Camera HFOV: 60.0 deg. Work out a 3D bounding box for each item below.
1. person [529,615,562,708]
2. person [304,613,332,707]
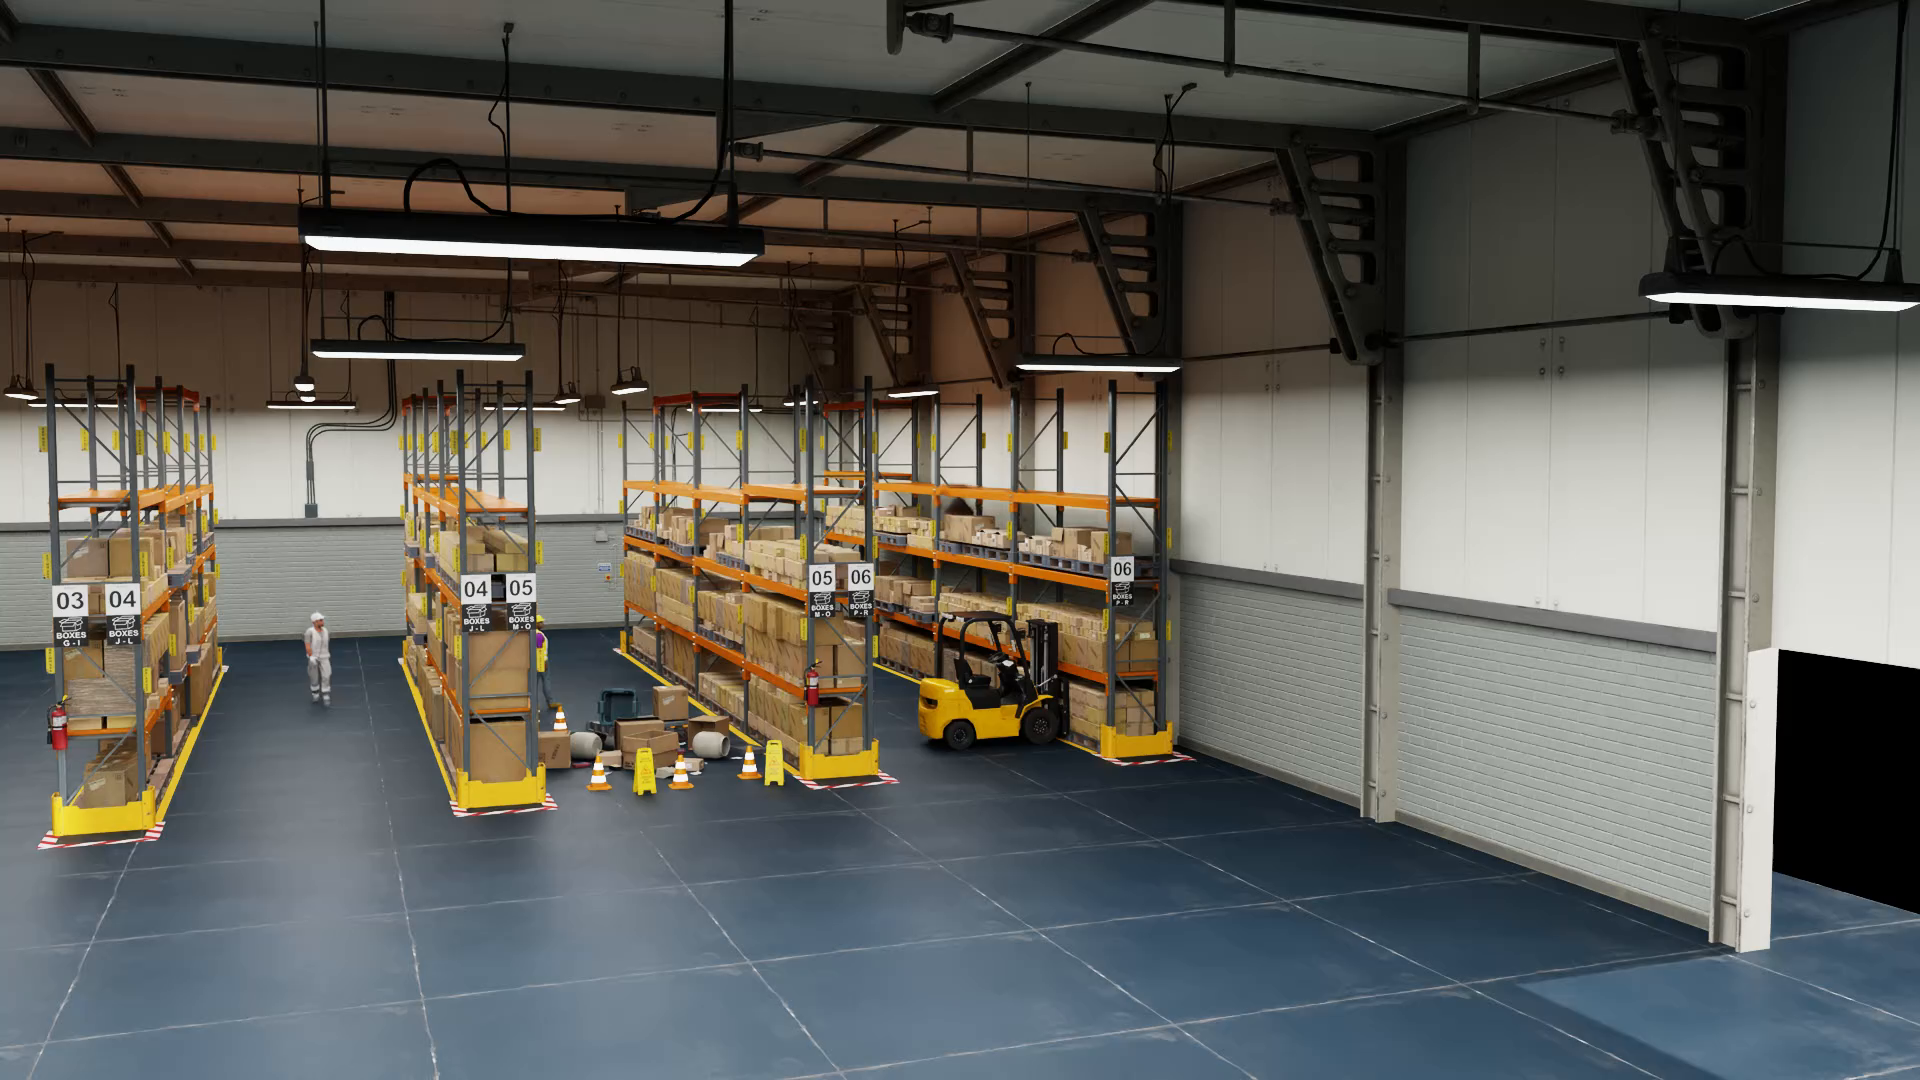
[{"bbox_3d":[-7.925,2.289,31.482,0.615,1.763,0.550,3,4,38],"label":"person"},{"bbox_3d":[-12.218,2.262,31.626,0.466,1.743,0.975,-1,4,-24],"label":"person"}]
